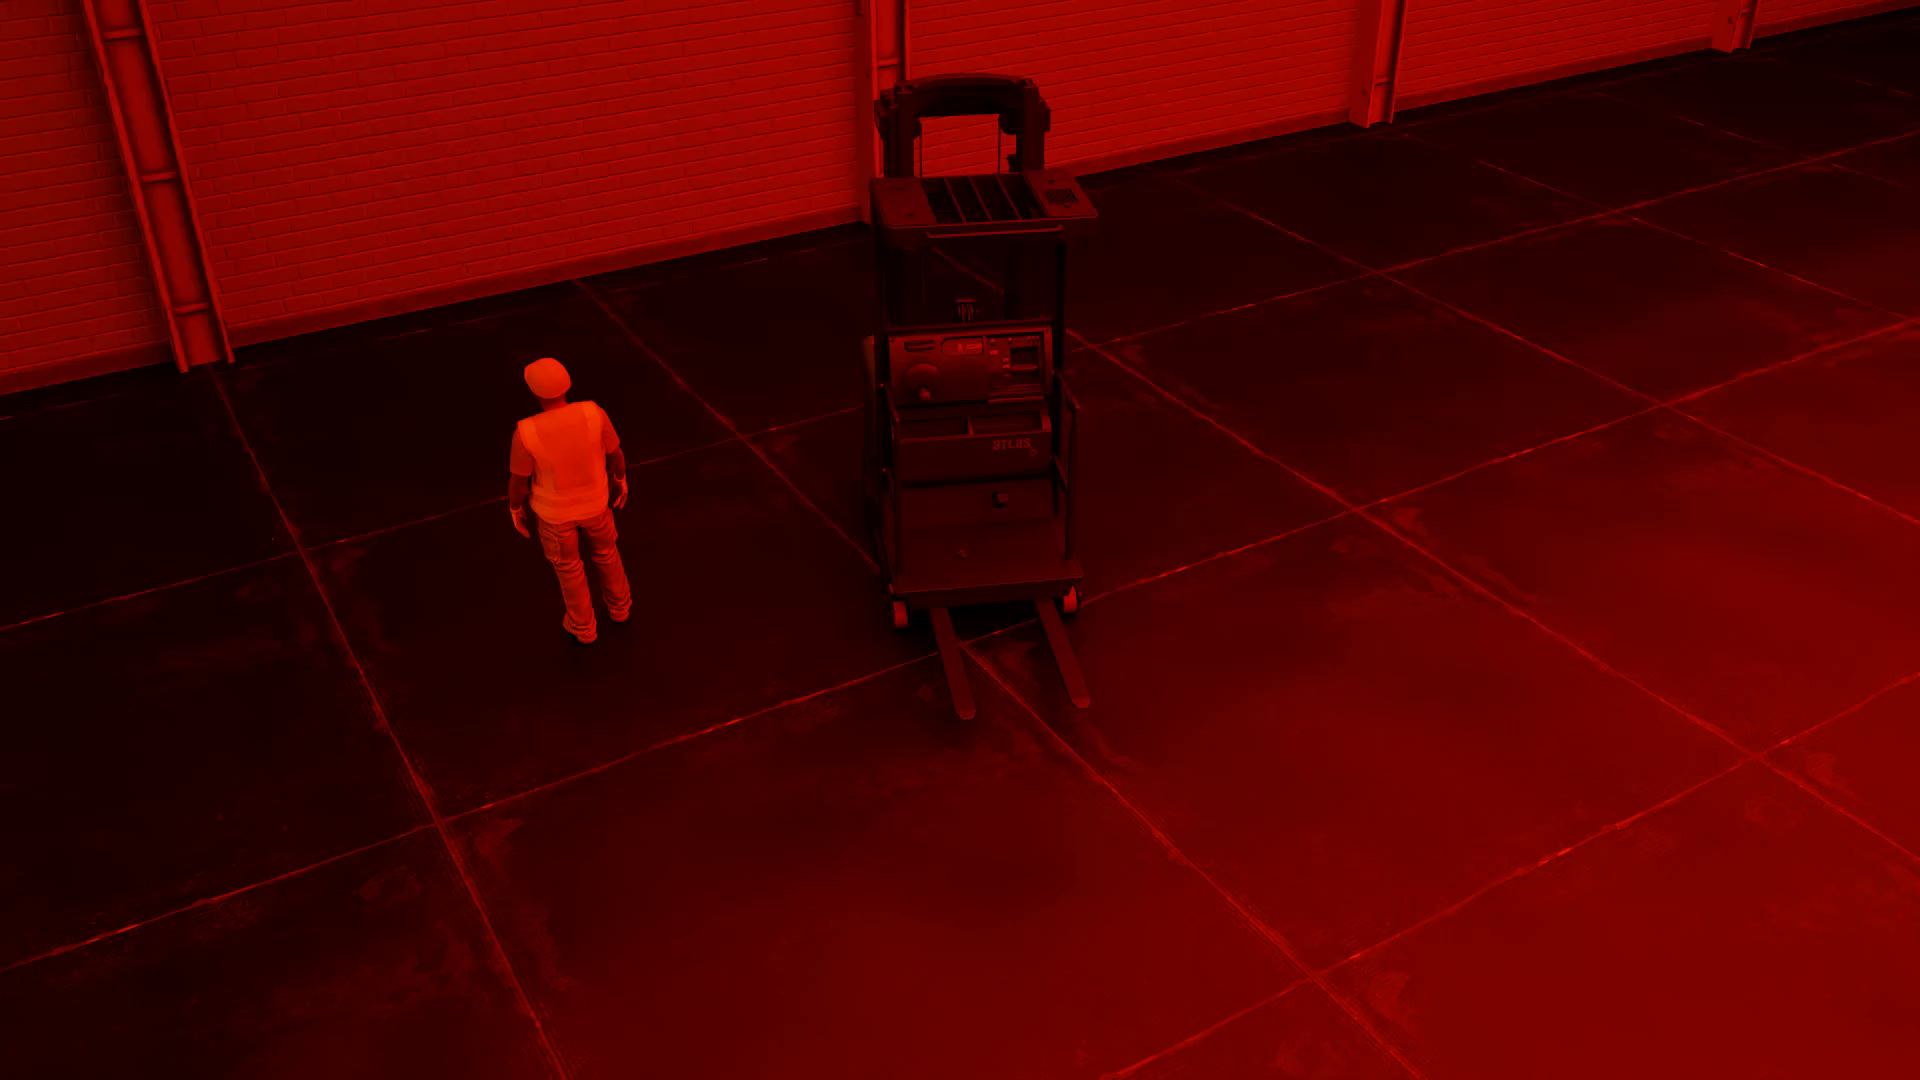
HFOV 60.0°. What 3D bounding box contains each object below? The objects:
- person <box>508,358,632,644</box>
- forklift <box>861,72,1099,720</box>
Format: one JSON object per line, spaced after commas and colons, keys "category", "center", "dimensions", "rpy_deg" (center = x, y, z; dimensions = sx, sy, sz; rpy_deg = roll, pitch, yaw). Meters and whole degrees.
{"category": "person", "center": [-2.160, -0.239, 9.149], "dimensions": [0.655, 1.785, 0.576], "rpy_deg": [-15, 34, -23]}
{"category": "forklift", "center": [0.099, -0.941, 9.218], "dimensions": [1.130, 2.935, 3.031], "rpy_deg": [-5, 31, -8]}
